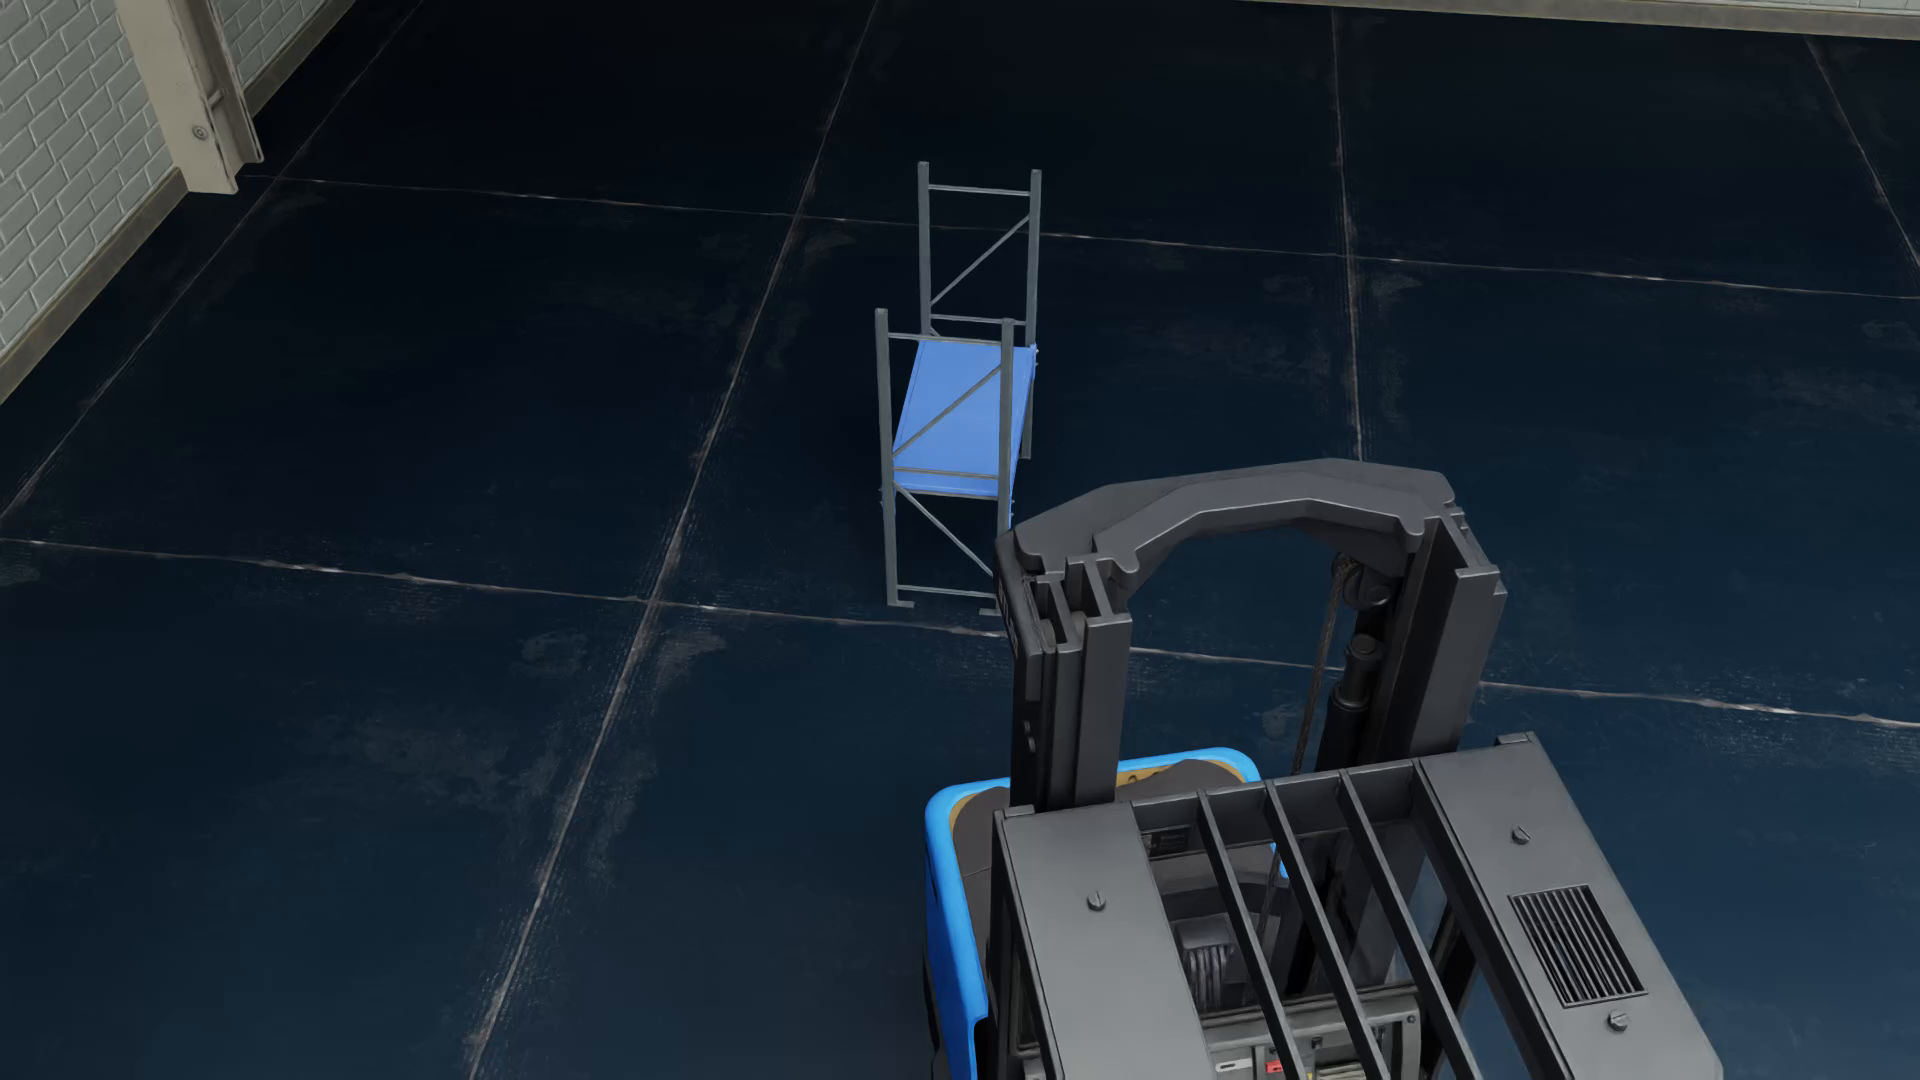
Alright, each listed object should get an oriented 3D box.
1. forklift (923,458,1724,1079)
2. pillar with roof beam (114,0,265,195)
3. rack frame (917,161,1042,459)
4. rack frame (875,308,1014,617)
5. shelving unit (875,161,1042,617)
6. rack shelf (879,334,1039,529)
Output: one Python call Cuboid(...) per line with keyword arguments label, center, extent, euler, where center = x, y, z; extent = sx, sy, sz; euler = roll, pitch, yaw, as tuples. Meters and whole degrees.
Cuboid(label="forklift", center=(0.648, 1.392, 3.671), extent=(1.130, 2.935, 3.031), euler=(-7, 44, -7))
Cuboid(label="pillar with roof beam", center=(0.077, -4.961, 5.967), extent=(9.100, 9.000, 0.400), euler=(5, 44, 6))
Cuboid(label="rack frame", center=(0.078, -0.949, 7.184), extent=(0.500, 1.500, 0.032), euler=(5, 44, 6))
Cuboid(label="rack frame", center=(-0.056, -0.256, 6.452), extent=(0.500, 1.500, 0.032), euler=(5, 44, 6))
Cuboid(label="shelving unit", center=(0.011, -0.603, 6.818), extent=(0.538, 1.500, 1.048), euler=(5, 44, 6))
Cuboid(label="rack shelf", center=(0.011, -0.472, 6.942), extent=(0.538, 0.185, 1.000), euler=(5, 44, 6))
